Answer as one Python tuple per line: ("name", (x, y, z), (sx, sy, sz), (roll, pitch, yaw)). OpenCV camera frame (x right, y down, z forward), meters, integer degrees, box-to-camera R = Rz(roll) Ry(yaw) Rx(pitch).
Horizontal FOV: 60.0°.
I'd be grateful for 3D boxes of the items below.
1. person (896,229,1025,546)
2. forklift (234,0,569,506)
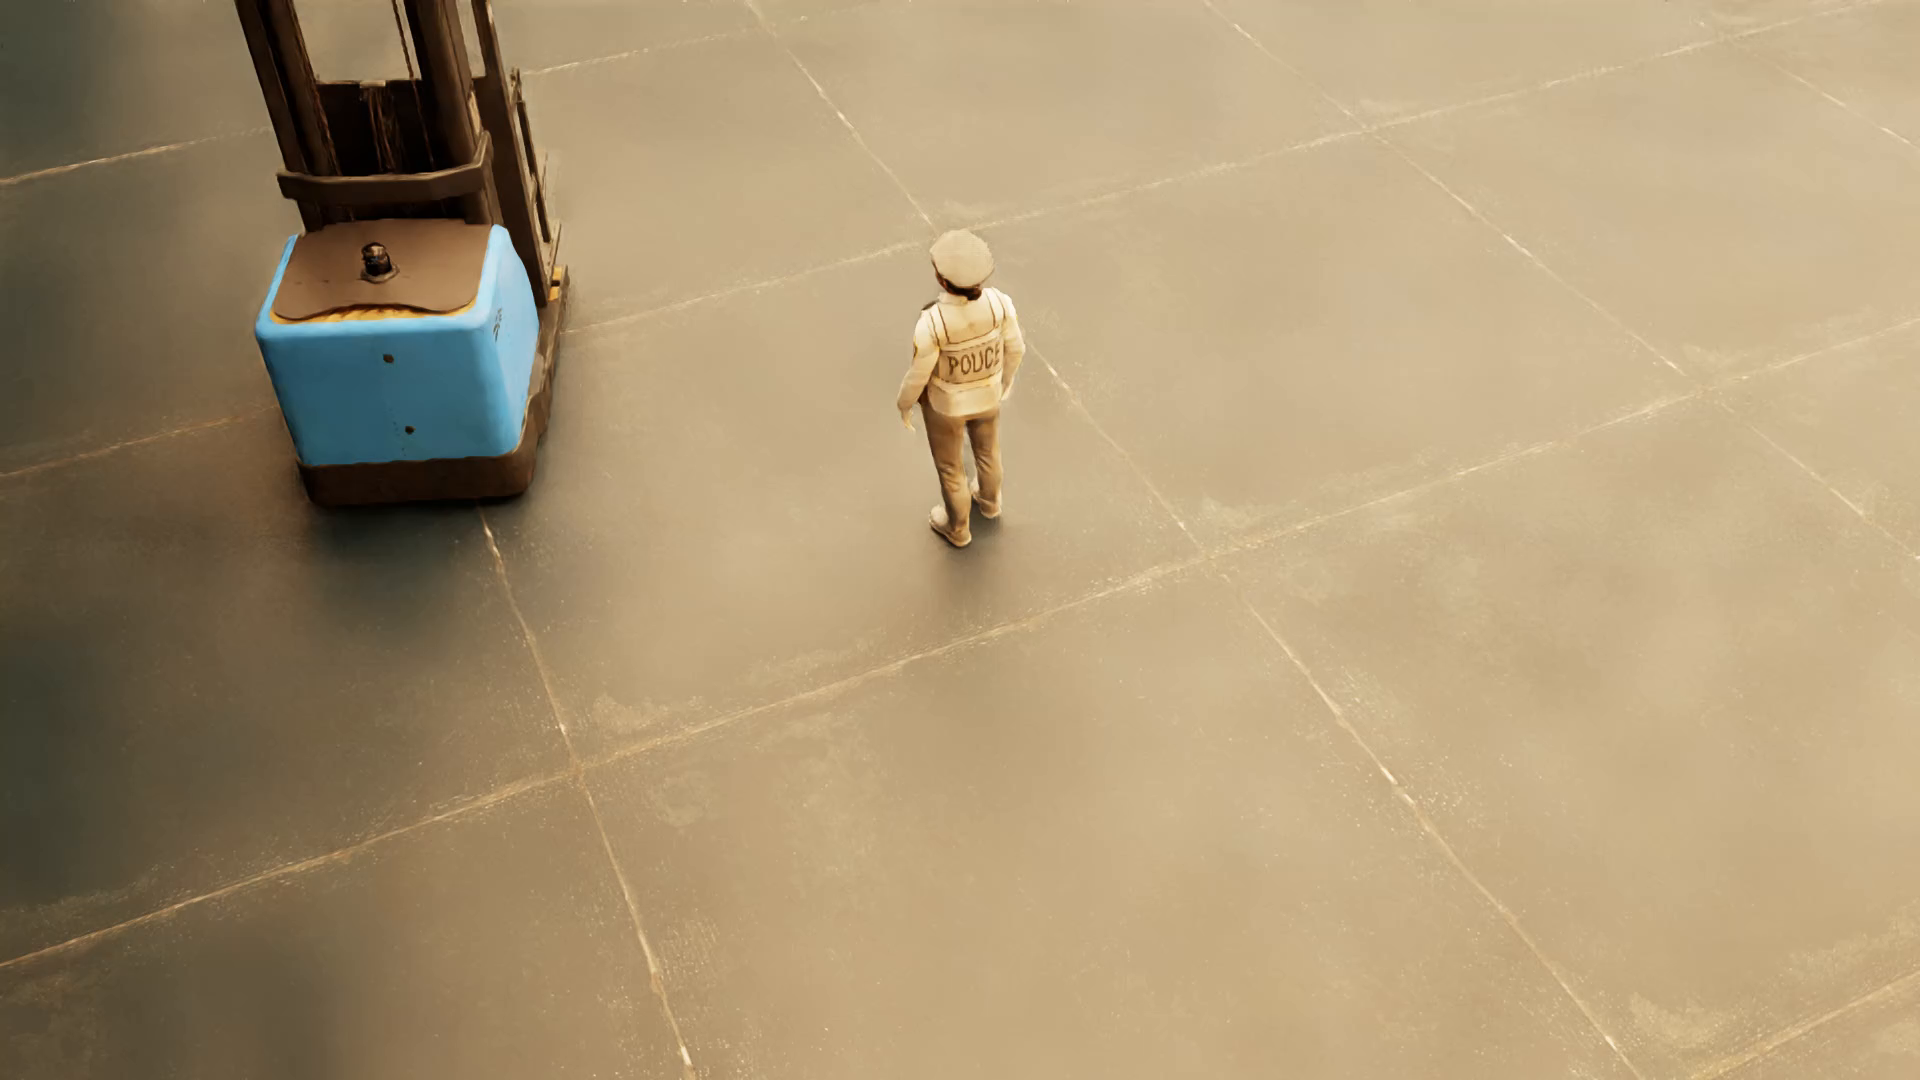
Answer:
("person", (-0.022, -0.669, 7.292), (0.586, 1.695, 0.533), (-18, 46, -18))
("forklift", (-2.715, -2.235, 8.075), (1.130, 2.935, 3.031), (-3, 43, -4))
